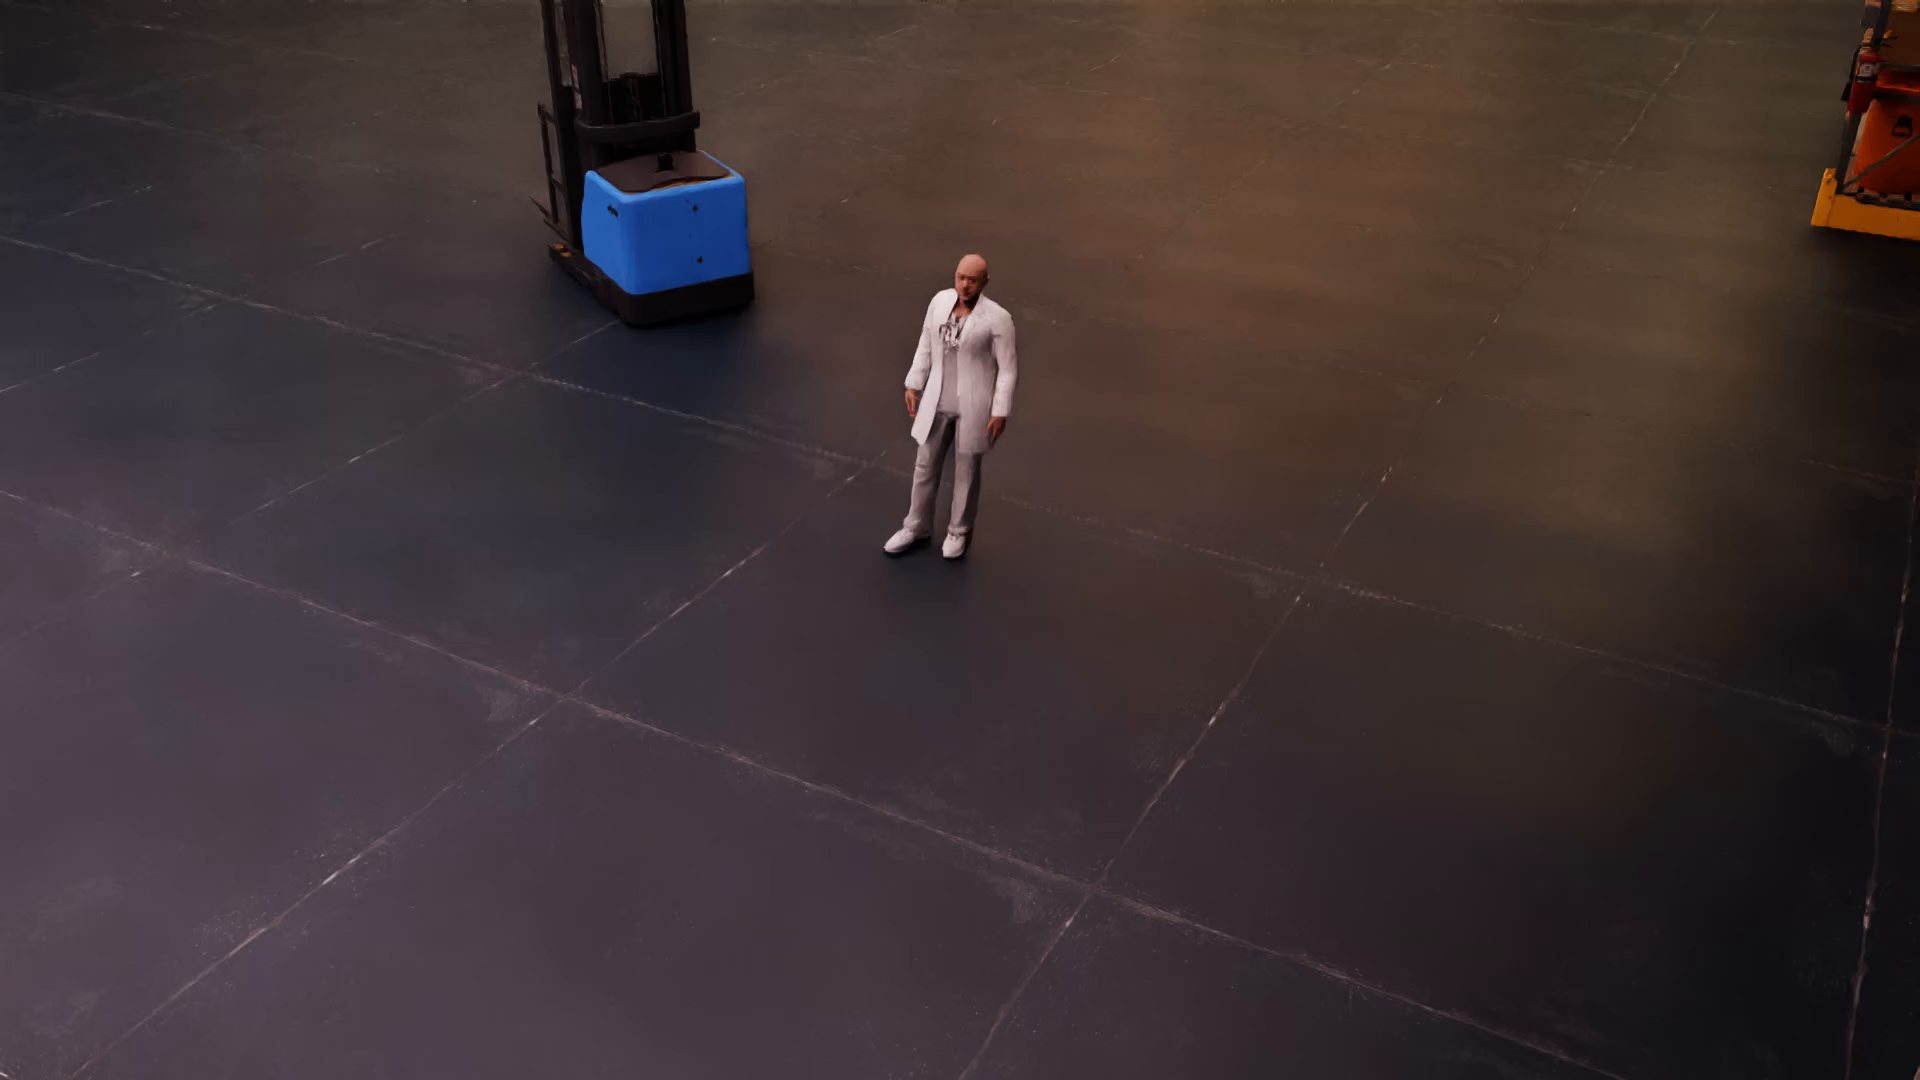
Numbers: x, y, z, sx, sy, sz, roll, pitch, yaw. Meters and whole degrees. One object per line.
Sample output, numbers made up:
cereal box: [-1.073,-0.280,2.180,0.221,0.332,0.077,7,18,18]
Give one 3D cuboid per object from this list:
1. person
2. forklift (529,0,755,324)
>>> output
person: [-0.048,-0.737,9.488,0.694,1.776,0.579,15,33,25]
forklift: [-2.810,-3.620,13.342,1.130,2.935,3.031,-17,34,-26]
